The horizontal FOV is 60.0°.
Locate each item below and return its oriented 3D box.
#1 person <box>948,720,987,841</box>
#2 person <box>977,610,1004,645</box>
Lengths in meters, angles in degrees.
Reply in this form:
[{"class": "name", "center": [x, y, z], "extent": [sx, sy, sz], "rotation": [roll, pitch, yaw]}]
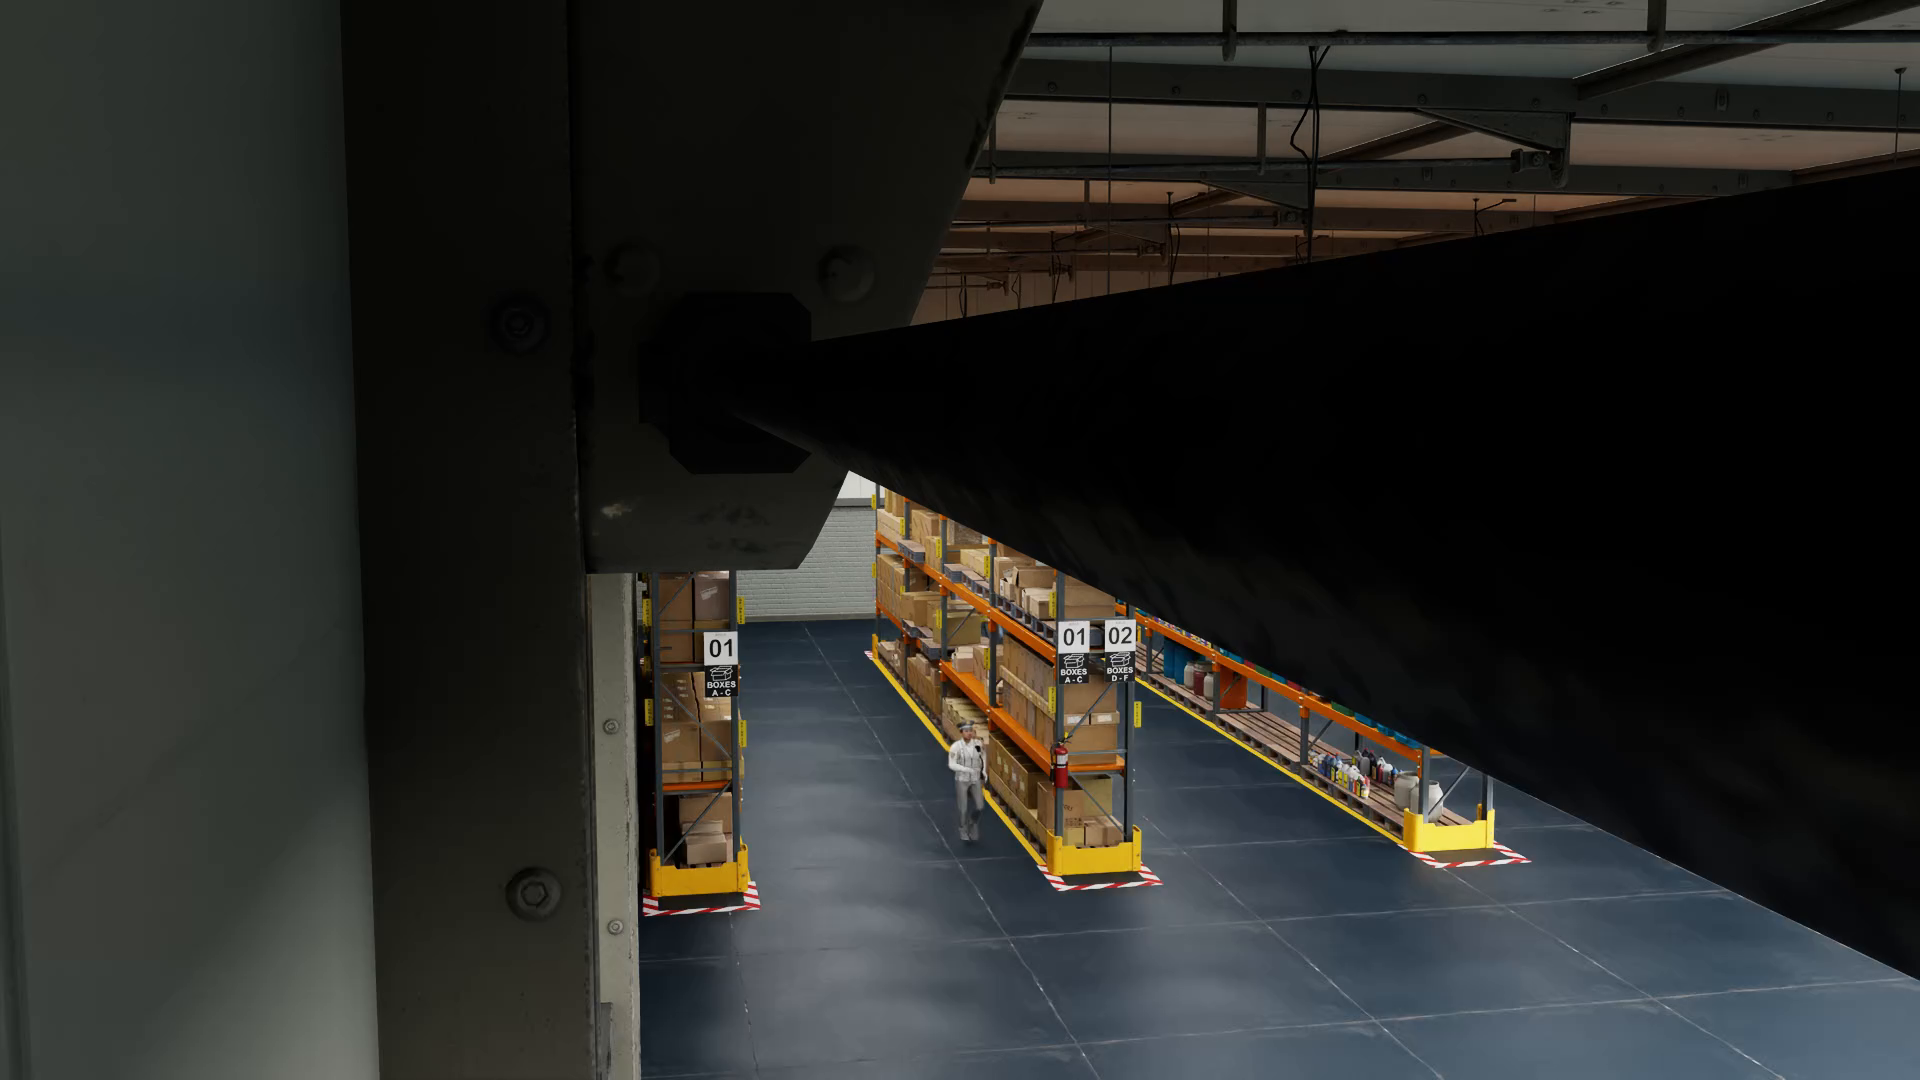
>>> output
[{"class": "person", "center": [0.128, 3.213, 22.164], "extent": [0.587, 1.661, 0.632], "rotation": [-2, 6, -14]}, {"class": "person", "center": [0.652, 1.780, 36.078], "extent": [0.716, 1.808, 0.652], "rotation": [-2, 6, -15]}]
